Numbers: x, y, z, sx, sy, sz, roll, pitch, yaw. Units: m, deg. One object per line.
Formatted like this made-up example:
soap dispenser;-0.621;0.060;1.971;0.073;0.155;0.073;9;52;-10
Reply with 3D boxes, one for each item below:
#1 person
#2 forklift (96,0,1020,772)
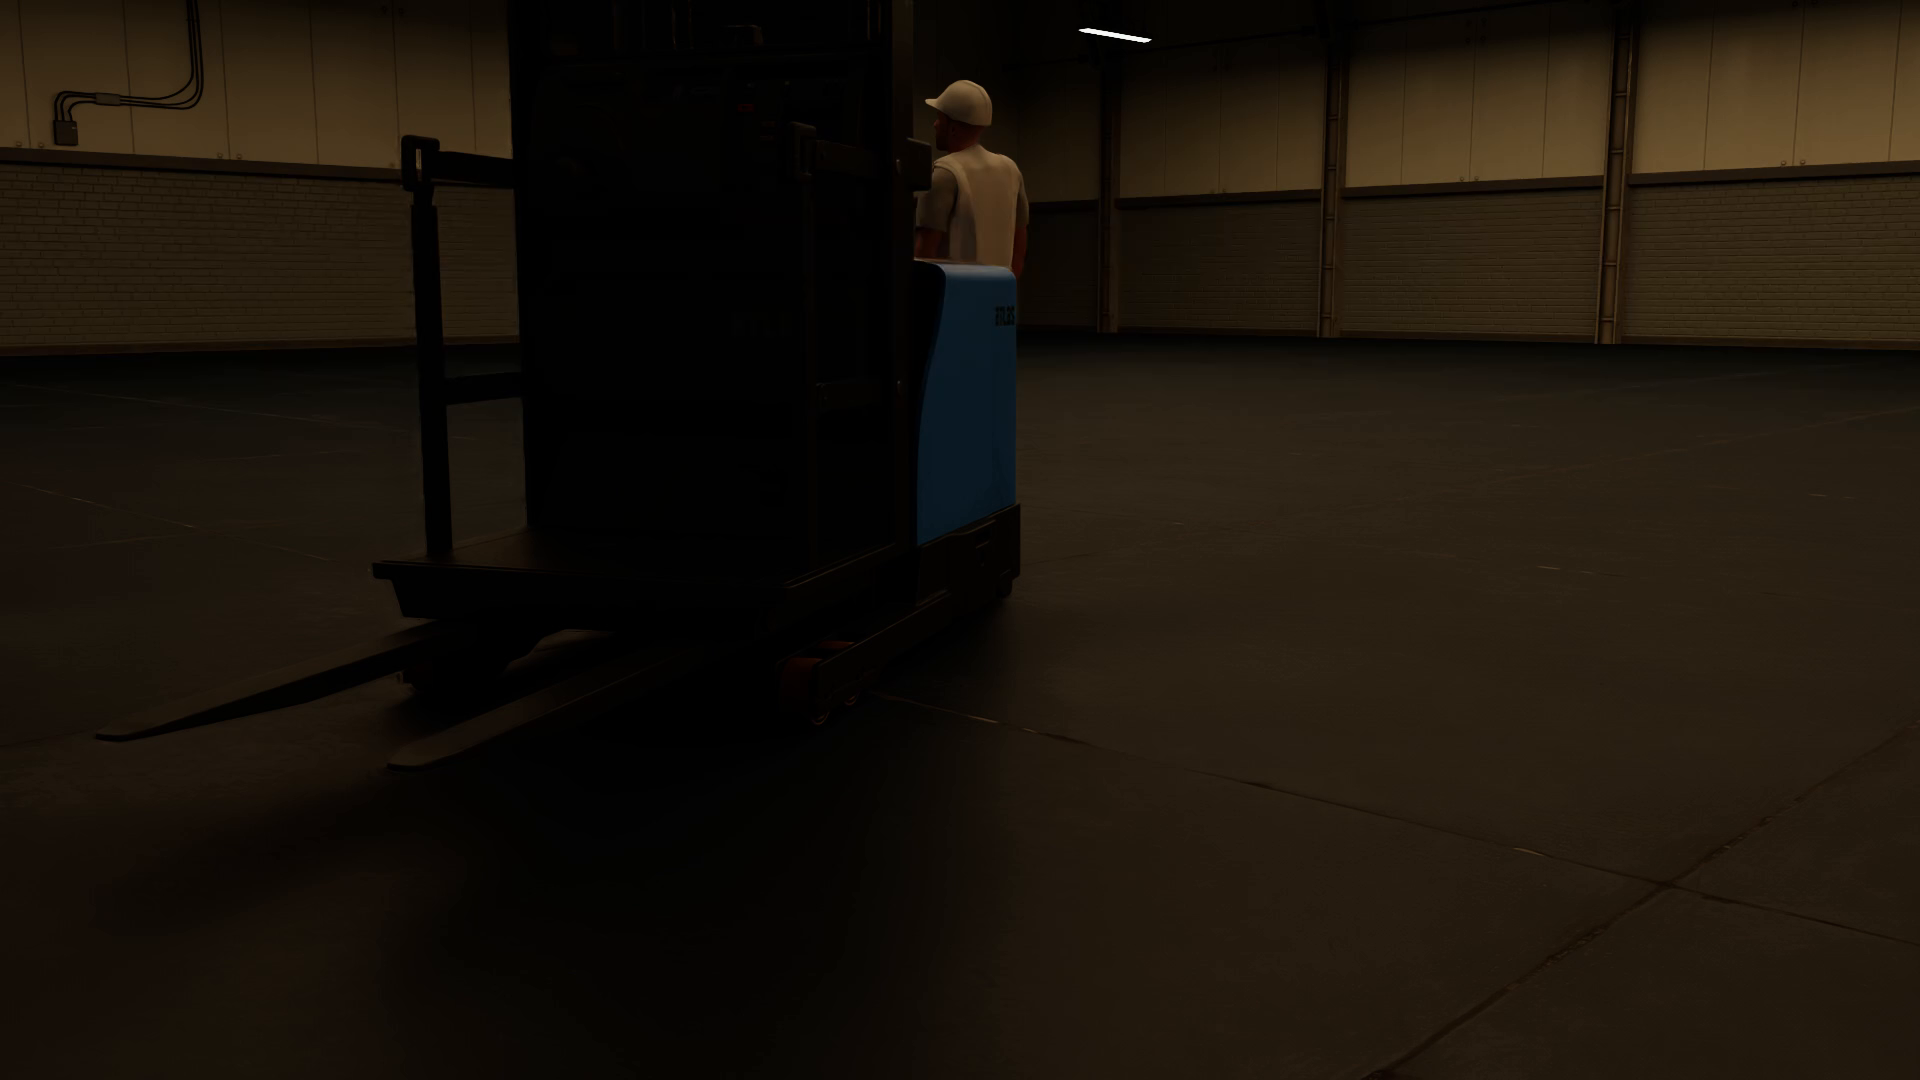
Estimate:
person;-0.051;-0.901;6.647;0.561;1.790;0.638;8;12;43
forklift;-0.742;-1.083;4.067;1.130;2.935;3.031;3;9;18
